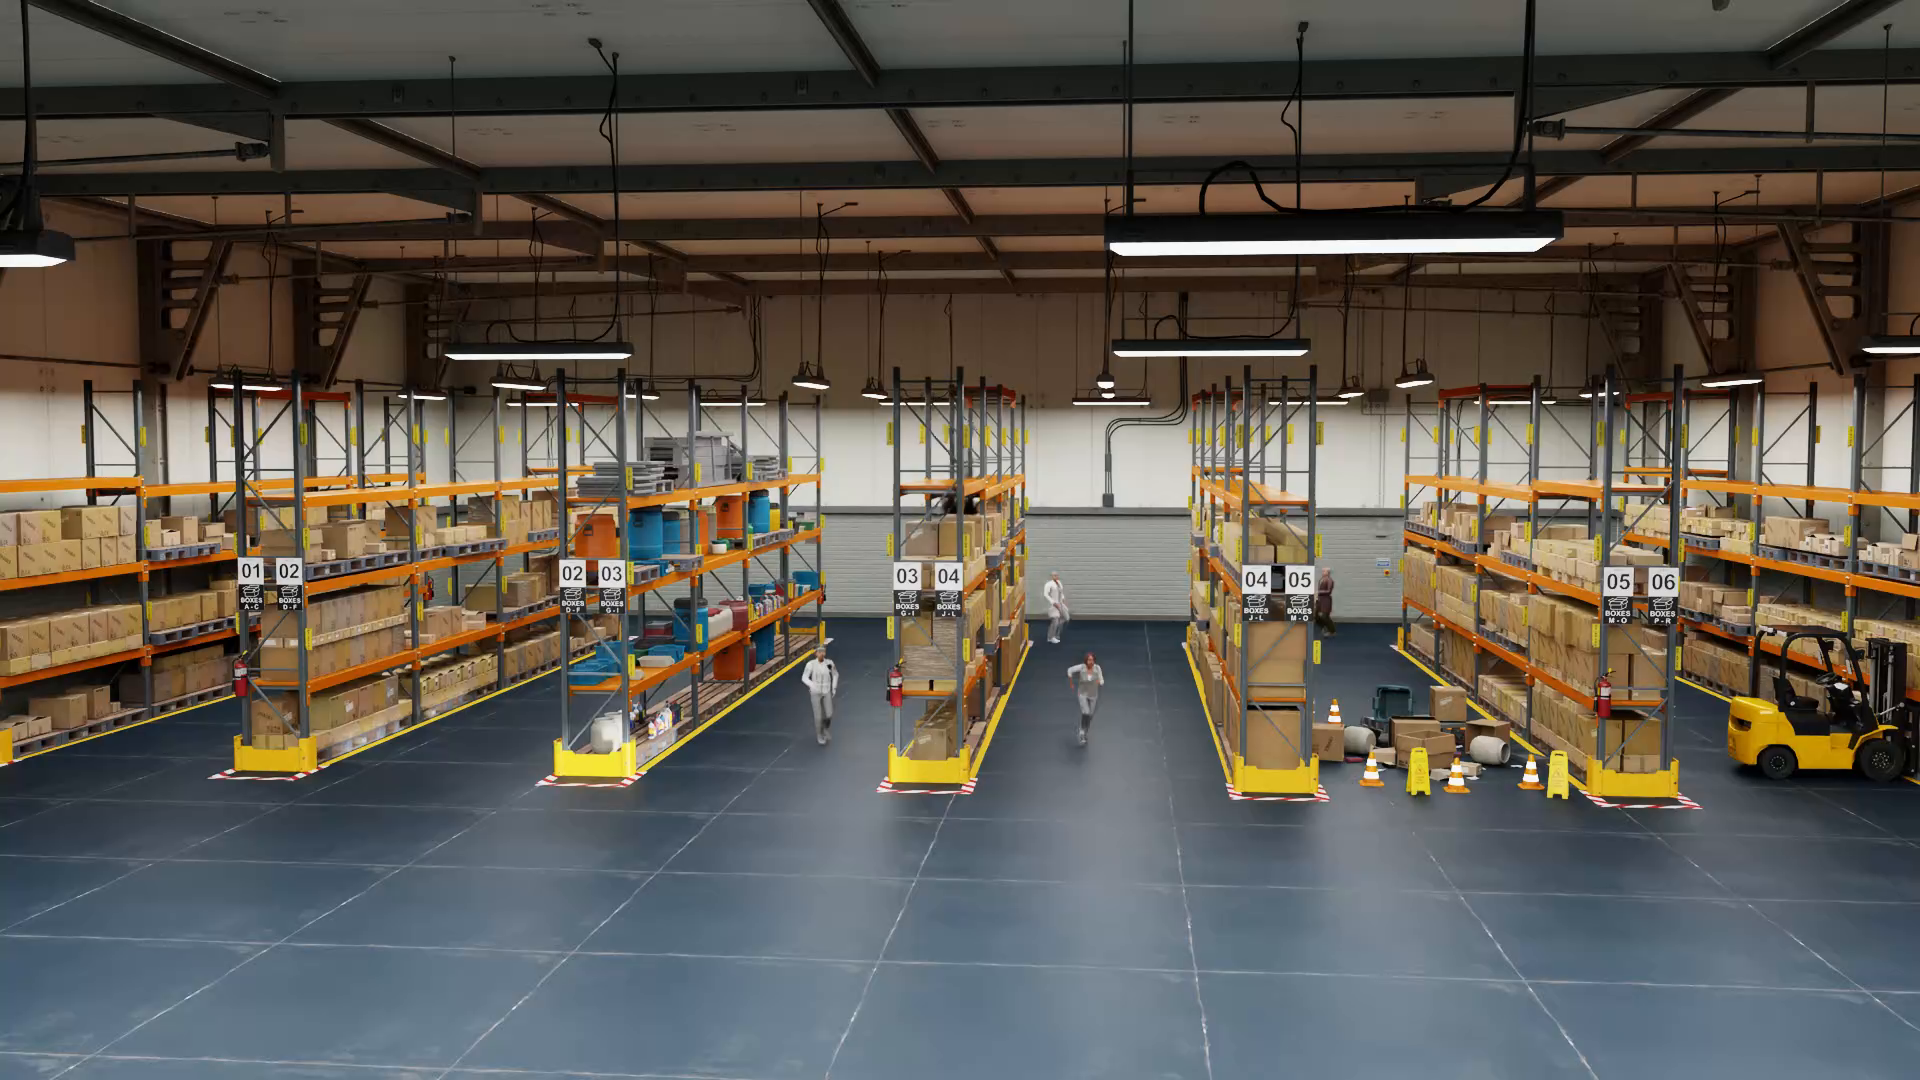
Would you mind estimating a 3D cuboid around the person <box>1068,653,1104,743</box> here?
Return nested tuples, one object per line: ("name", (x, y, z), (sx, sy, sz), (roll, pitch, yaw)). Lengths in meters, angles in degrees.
("person", (2.042, 2.558, 26.856), (0.524, 1.524, 0.788), (-1, 4, -13))

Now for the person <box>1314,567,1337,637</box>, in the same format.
("person", (9.051, 1.544, 41.430), (0.722, 1.757, 0.682), (-1, 4, -19))

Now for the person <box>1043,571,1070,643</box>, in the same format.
("person", (2.348, 1.622, 40.395), (0.598, 1.743, 0.737), (3, 5, 44))

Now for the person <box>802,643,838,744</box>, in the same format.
("person", (-2.250, 2.492, 26.979), (0.614, 1.657, 0.542), (-1, 4, -11))
